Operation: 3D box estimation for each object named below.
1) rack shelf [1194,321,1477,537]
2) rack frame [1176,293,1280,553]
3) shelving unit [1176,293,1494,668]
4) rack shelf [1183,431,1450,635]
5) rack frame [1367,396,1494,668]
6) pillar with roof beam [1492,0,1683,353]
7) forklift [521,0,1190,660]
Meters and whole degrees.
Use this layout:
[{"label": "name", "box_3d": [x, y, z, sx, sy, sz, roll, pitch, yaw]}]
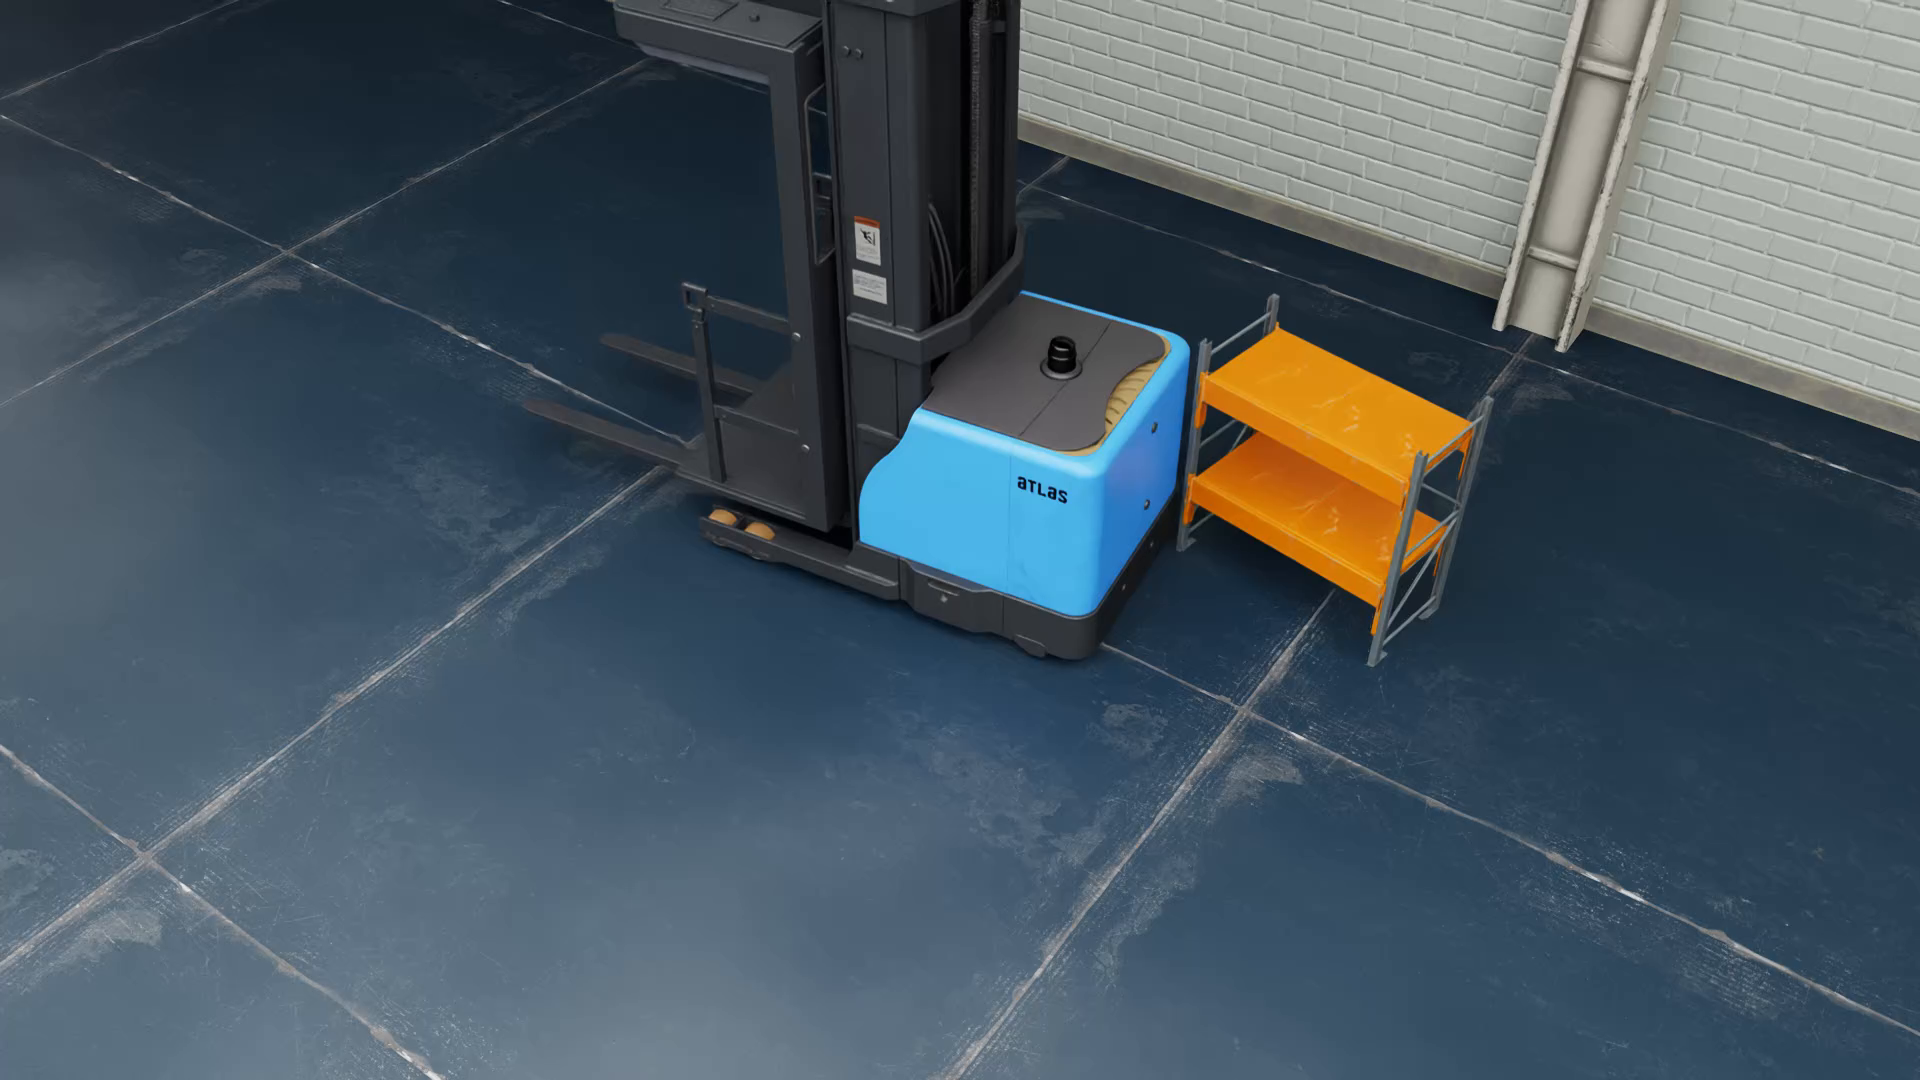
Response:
[{"label": "rack shelf", "box_3d": [1.515, -0.469, 6.740, 1.000, 0.278, 0.538, 33, 51, 31]}, {"label": "rack frame", "box_3d": [1.152, -0.488, 7.200, 0.032, 1.125, 0.500, 33, 51, 31]}, {"label": "shelving unit", "box_3d": [1.515, -0.251, 6.935, 1.048, 1.125, 0.538, 33, 51, 31]}, {"label": "rack shelf", "box_3d": [1.515, -0.068, 7.098, 1.000, 0.278, 0.538, 33, 51, 31]}, {"label": "rack frame", "box_3d": [1.878, -0.013, 6.669, 0.032, 1.125, 0.500, 33, 51, 31]}, {"label": "pillar with roof beam", "box_3d": [0.573, -2.127, 3.127, 0.400, 9.000, 9.100, 25, 48, 25]}, {"label": "forklift", "box_3d": [-0.587, -1.296, 6.749, 3.031, 2.935, 1.130, 19, 45, 20]}]
